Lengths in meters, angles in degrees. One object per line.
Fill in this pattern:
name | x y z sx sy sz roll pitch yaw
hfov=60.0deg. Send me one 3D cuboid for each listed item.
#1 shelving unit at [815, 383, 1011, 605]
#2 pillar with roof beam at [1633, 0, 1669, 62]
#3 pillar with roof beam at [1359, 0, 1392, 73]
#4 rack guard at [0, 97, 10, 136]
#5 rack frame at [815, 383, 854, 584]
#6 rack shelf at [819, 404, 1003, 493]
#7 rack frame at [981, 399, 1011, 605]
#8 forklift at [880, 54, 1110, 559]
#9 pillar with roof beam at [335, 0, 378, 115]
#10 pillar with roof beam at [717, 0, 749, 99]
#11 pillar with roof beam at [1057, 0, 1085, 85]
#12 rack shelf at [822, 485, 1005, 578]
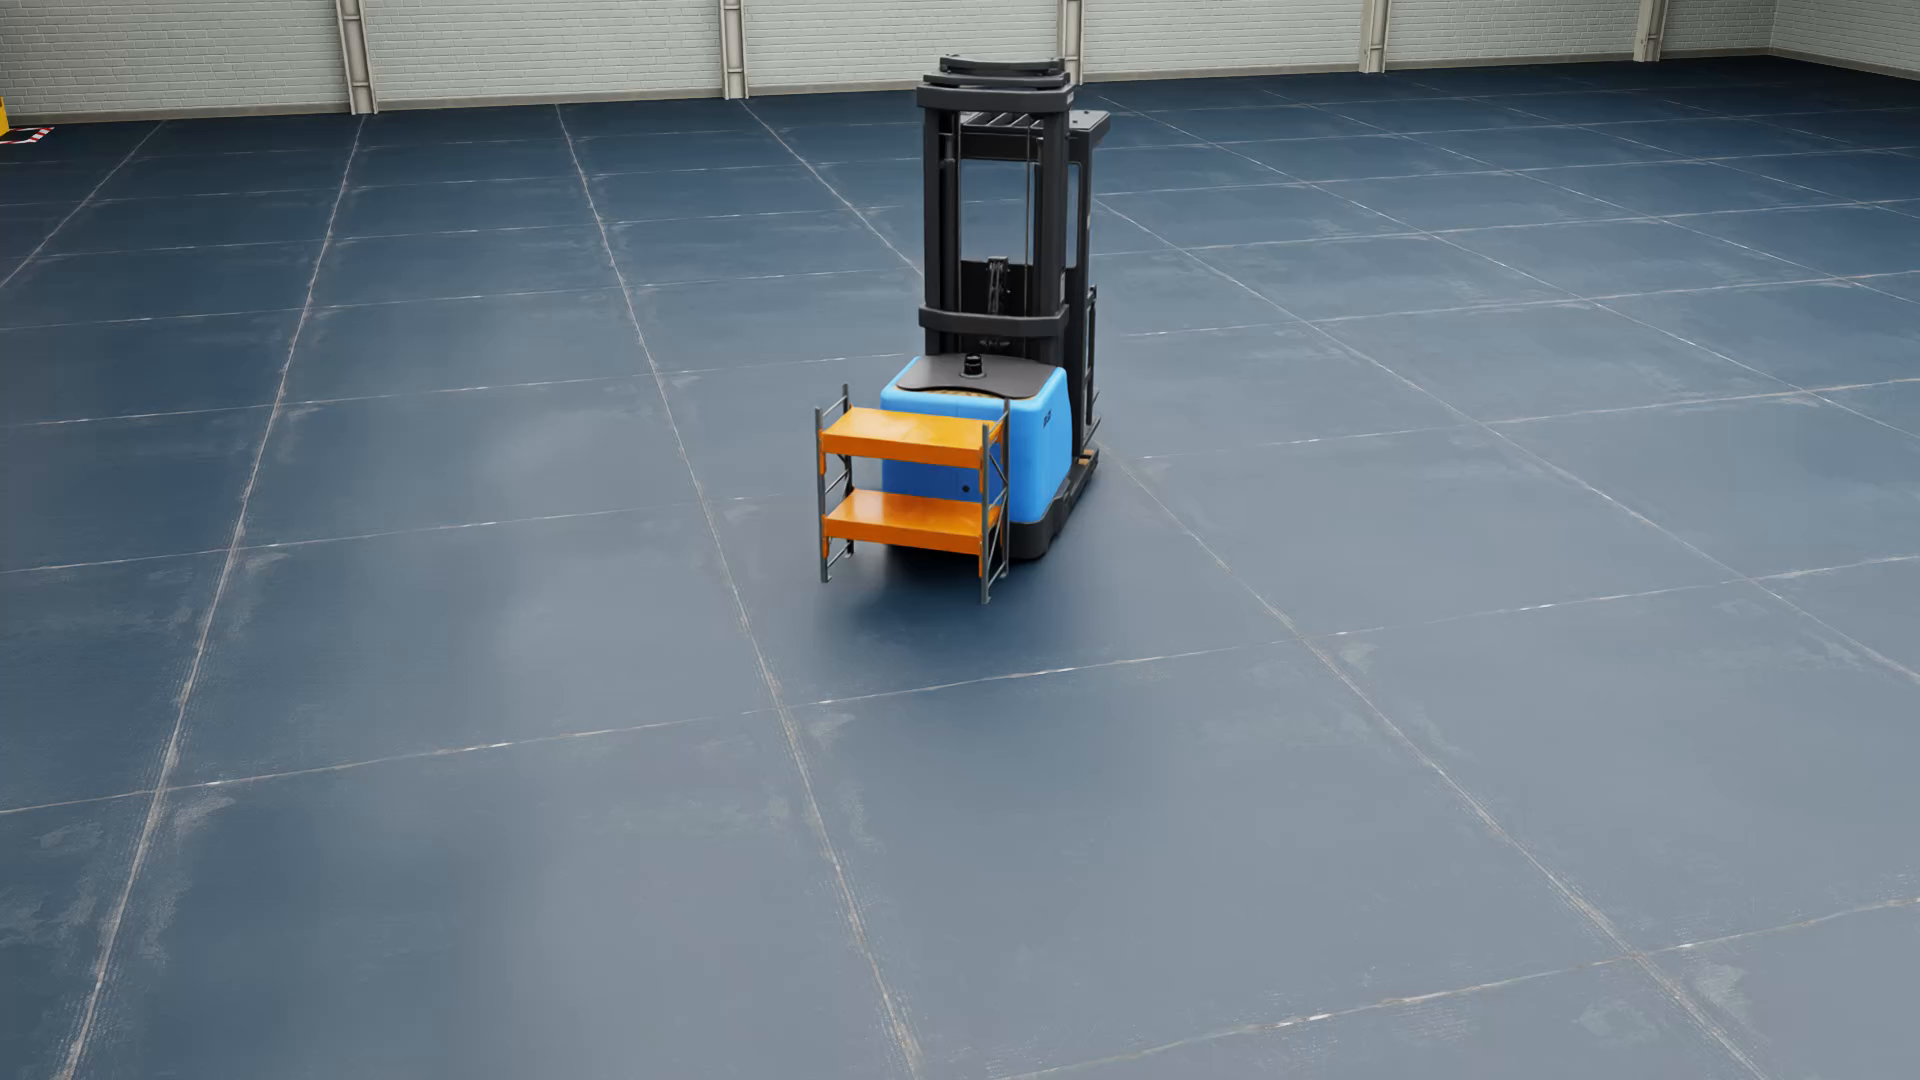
shelving unit | -0.274 -0.284 9.986 1.048 1.125 0.538 7 24 16
pillar with roof beam | 14.676 -11.951 27.190 0.400 9.000 9.100 -6 24 -14
pillar with roof beam | 8.899 -11.312 25.700 0.400 9.000 9.100 -6 24 -14
rack guard | -14.435 -6.219 24.609 0.348 0.500 1.175 -6 24 -14
rack frame | -0.760 -0.343 10.123 0.032 1.125 0.500 7 24 16
rack shelf | -0.274 -0.553 9.871 1.000 0.278 0.538 7 24 16
rack frame | 0.212 -0.226 9.849 0.032 1.125 0.500 7 24 16
forklift | 0.366 -1.783 11.189 1.130 2.935 3.031 6 24 14
pillar with roof beam | -8.432 -9.394 21.232 0.400 9.000 9.100 -6 24 -14
pillar with roof beam | -2.655 -10.034 22.722 0.400 9.000 9.100 -6 24 -14
pillar with roof beam | 3.122 -10.673 24.211 0.400 9.000 9.100 -6 24 -14
rack shelf | -0.274 -0.060 10.083 1.000 0.278 0.538 7 24 16
